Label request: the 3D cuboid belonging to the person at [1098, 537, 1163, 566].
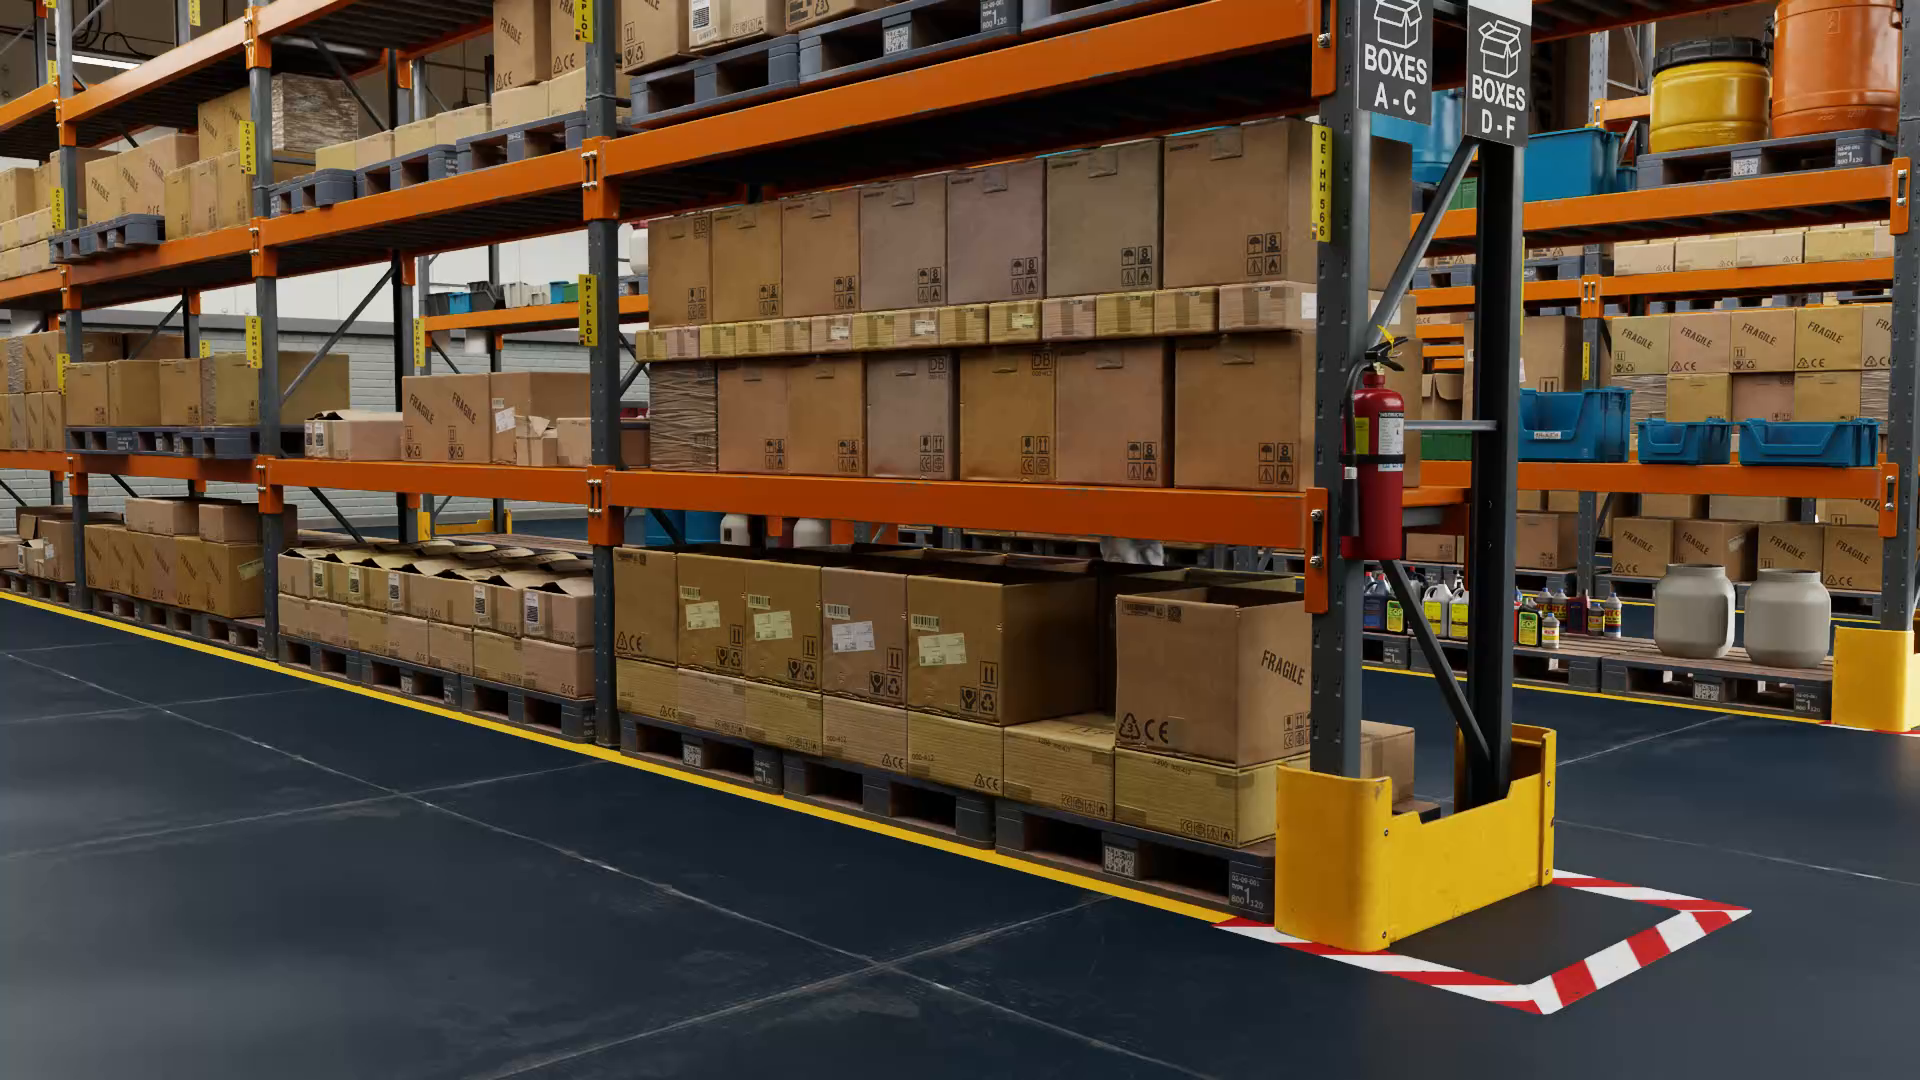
[{"bbox_3d":[1.026,-0.015,9.306,0.493,1.782,0.573,-4,5,-44],"label":"person"}]
